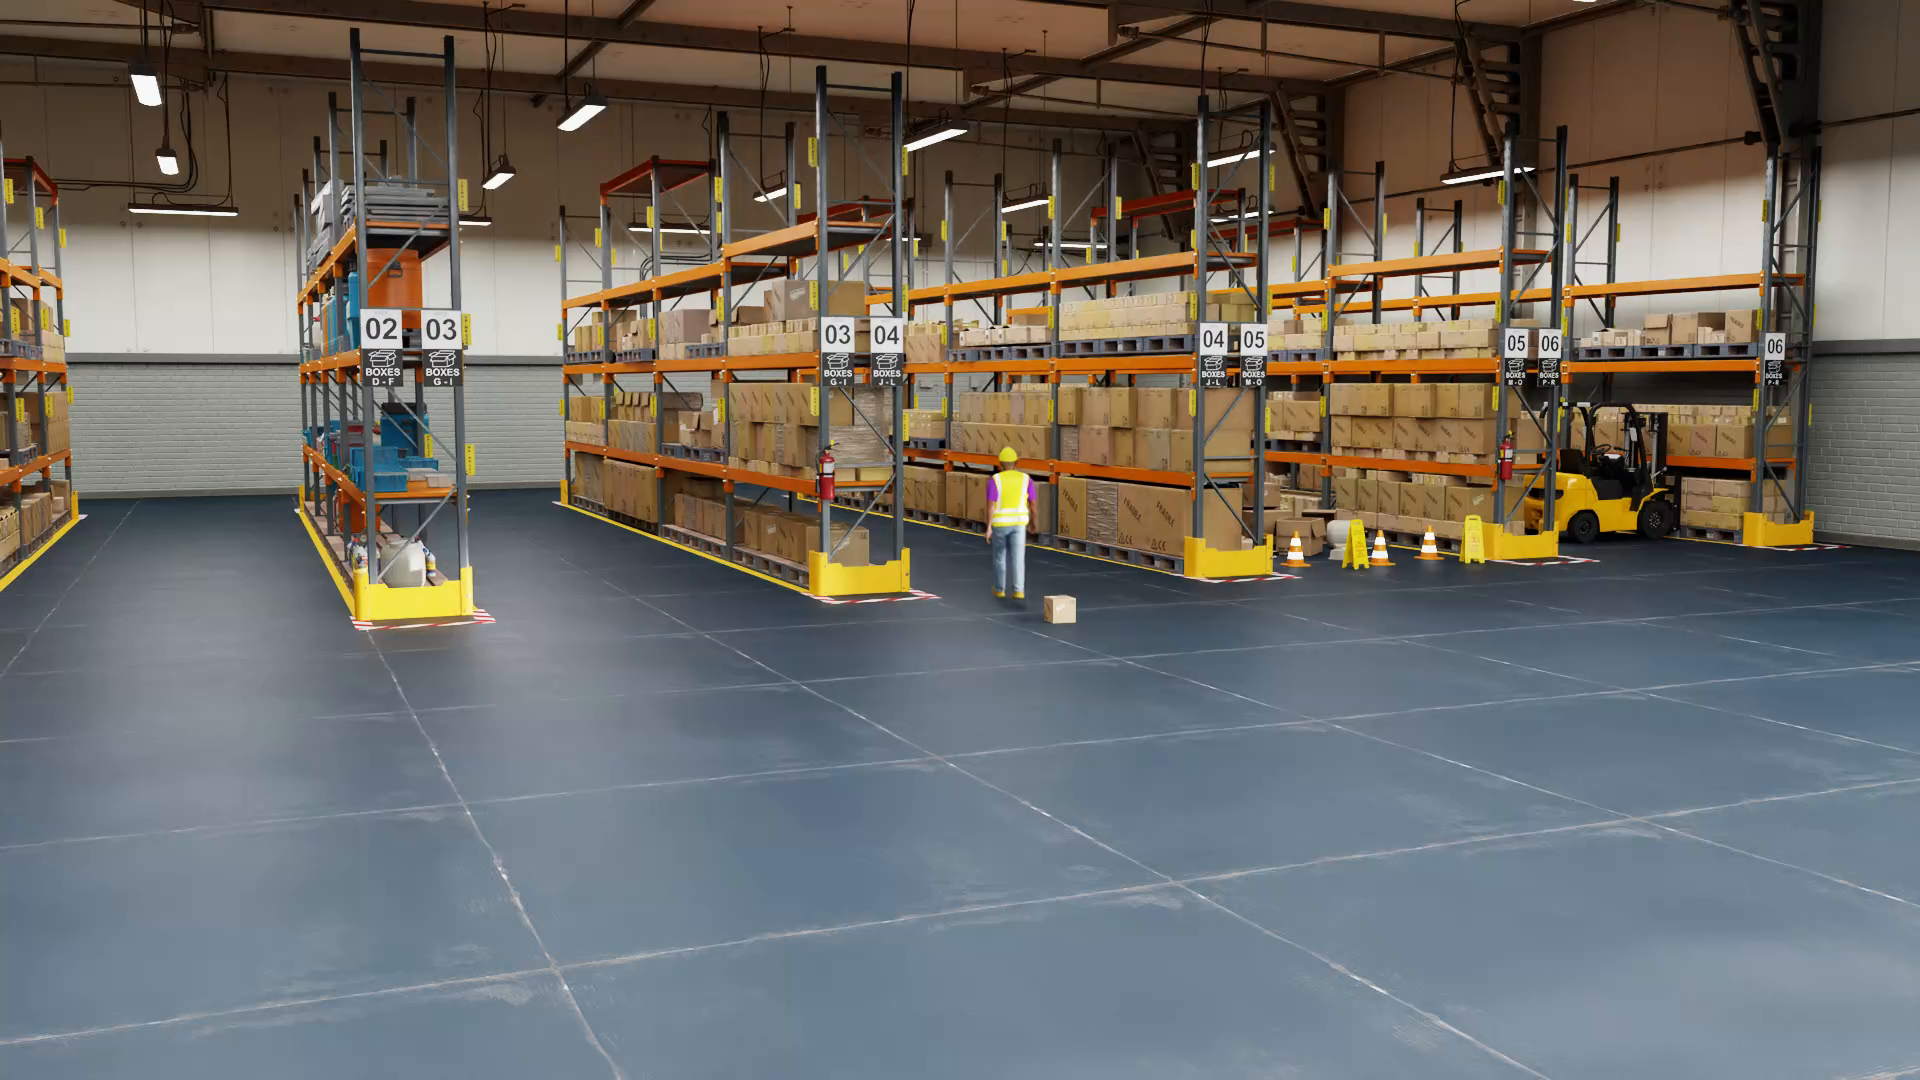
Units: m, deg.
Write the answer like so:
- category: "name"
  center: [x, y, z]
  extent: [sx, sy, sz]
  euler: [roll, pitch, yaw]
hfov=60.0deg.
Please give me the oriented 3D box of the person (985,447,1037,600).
- category: "person"
  center: [0.570, -0.184, 18.628]
  extent: [0.613, 1.724, 1.047]
  euler: [0, 5, -5]
